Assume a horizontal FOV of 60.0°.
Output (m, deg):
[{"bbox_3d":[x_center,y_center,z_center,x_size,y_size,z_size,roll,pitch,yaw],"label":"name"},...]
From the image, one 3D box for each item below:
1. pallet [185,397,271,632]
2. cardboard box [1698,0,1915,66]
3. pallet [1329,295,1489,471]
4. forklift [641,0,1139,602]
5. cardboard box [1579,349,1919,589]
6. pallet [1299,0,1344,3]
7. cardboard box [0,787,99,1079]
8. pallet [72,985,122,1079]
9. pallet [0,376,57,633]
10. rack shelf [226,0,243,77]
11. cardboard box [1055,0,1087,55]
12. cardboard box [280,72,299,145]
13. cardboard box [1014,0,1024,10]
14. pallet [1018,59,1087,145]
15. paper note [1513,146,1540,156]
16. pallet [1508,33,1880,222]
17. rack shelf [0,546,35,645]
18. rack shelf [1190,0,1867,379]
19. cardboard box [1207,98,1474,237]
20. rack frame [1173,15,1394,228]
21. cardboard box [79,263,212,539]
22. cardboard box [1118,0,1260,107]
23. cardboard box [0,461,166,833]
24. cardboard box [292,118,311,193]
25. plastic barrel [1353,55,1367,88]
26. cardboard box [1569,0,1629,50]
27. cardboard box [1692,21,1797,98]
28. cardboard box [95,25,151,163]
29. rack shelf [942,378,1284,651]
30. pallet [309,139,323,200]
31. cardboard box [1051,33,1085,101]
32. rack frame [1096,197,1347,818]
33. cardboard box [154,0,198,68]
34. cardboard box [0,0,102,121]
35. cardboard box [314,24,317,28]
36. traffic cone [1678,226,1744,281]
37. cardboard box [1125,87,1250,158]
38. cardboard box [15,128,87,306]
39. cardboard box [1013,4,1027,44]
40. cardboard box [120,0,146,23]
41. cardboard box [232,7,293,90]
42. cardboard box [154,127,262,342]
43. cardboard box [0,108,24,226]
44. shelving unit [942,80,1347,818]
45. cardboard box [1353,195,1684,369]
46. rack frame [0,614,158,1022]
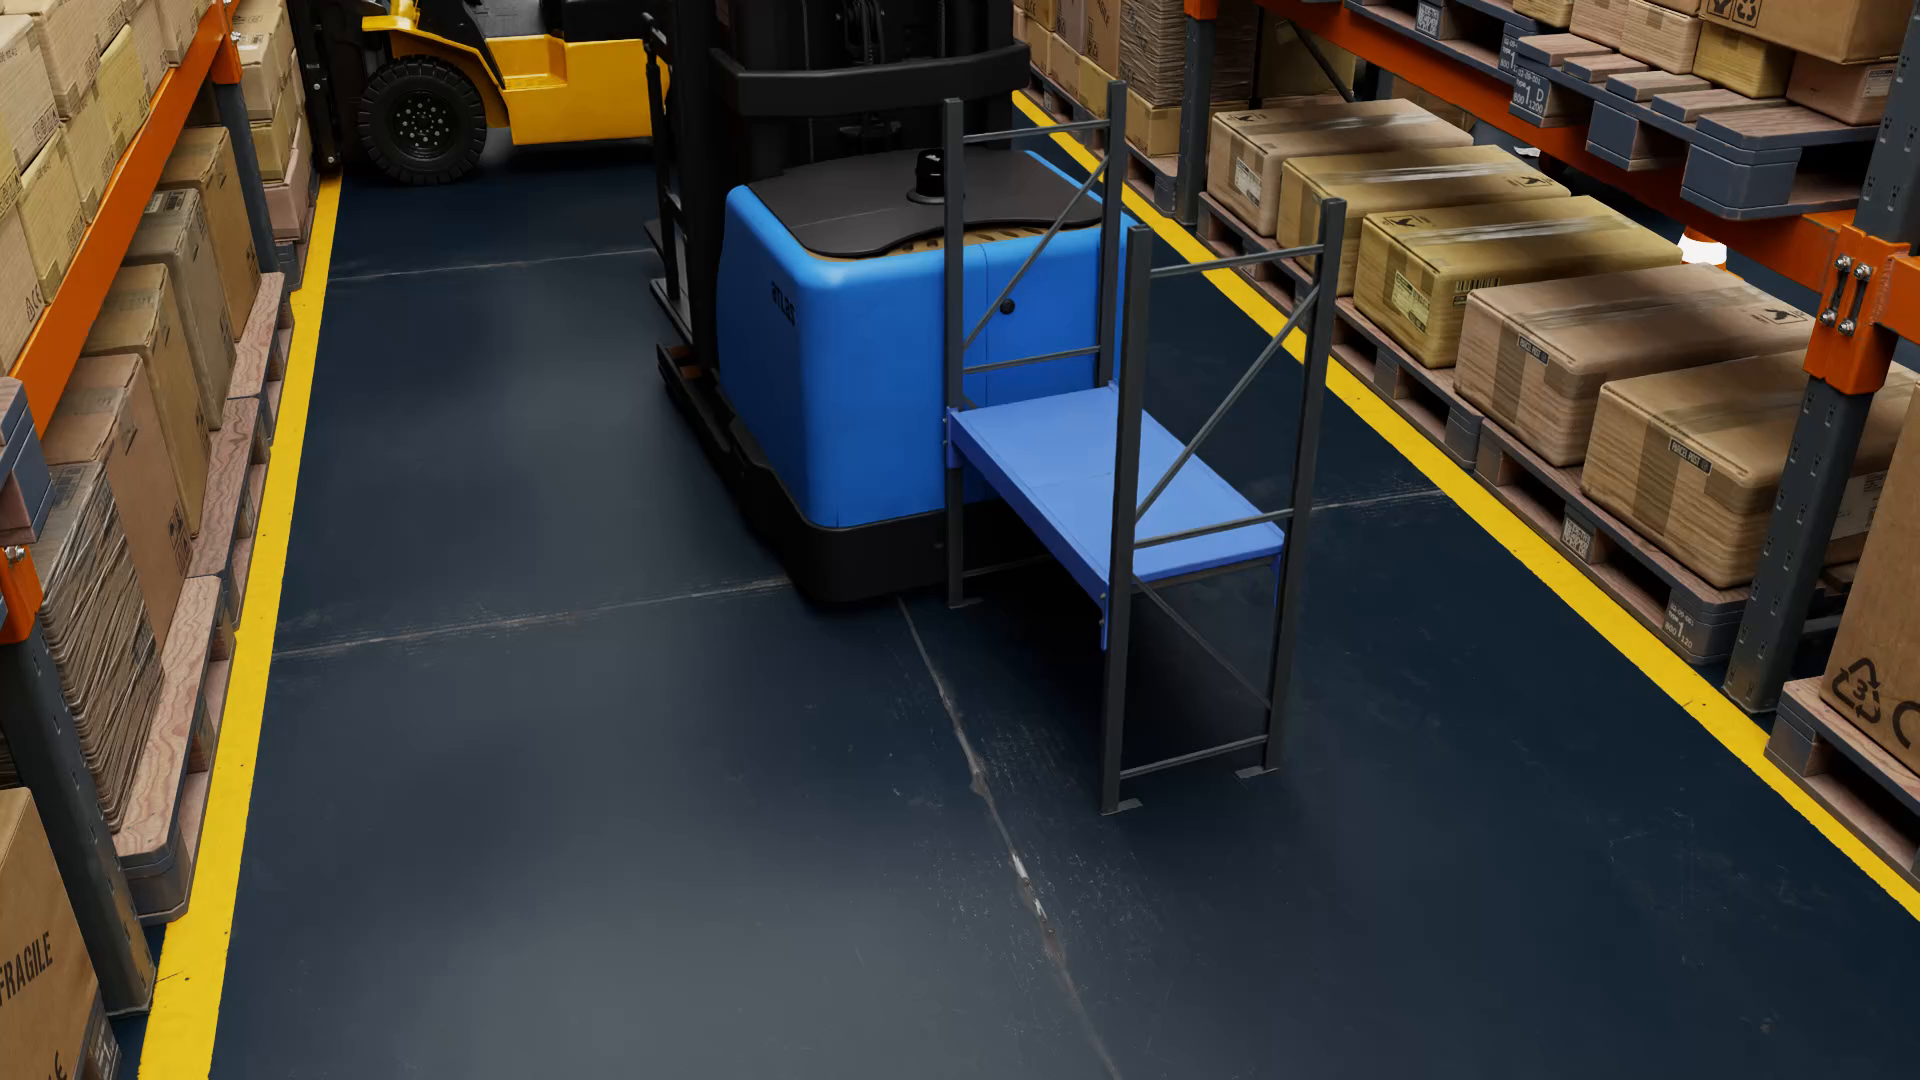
[{"bbox_3d":[-2.714,-0.043,5.114,1.003,0.211,1.213,-8,31,-13],"label":"pallet"},{"bbox_3d":[2.183,-1.457,3.958,0.500,0.500,0.500,-9,31,-15],"label":"cardboard box"},{"bbox_3d":[2.045,-0.680,6.214,1.003,0.211,1.213,-8,31,-13],"label":"pallet"},{"bbox_3d":[-0.485,-1.811,5.453,1.130,2.935,3.031,-11,32,-19],"label":"forklift"},{"bbox_3d":[2.431,-0.240,4.874,0.950,0.372,0.625,-10,32,-17],"label":"cardboard box"},{"bbox_3d":[1.572,-2.381,6.562,1.003,0.211,1.213,-8,31,-13],"label":"pallet"},{"bbox_3d":[-1.894,0.816,2.921,0.500,0.500,0.500,-7,31,-12],"label":"cardboard box"},{"bbox_3d":[-2.052,1.313,2.771,1.003,0.211,1.213,-8,31,-13],"label":"pallet"},{"bbox_3d":[-1.966,0.142,2.202,1.213,0.211,1.003,-8,31,-13],"label":"pallet"},{"bbox_3d":[-3.806,-2.846,7.890,1.077,0.370,4.000,-8,31,-13],"label":"rack shelf"},{"bbox_3d":[0.821,-2.911,8.862,0.500,0.500,0.500,-6,31,-11],"label":"cardboard box"},{"bbox_3d":[-3.241,-1.917,7.394,0.500,0.250,0.500,-8,31,-14],"label":"cardboard box"},{"bbox_3d":[0.545,-3.411,9.727,0.500,0.500,0.500,-9,31,-15],"label":"cardboard box"},{"bbox_3d":[0.970,-2.556,9.455,1.003,0.211,1.213,-8,31,-13],"label":"pallet"},{"bbox_3d":[3.014,-2.051,8.763,0.148,0.019,0.142,-8,31,-13],"label":"paper note"},{"bbox_3d":[2.279,-1.168,4.465,1.213,0.211,1.003,-8,31,-13],"label":"pallet"},{"bbox_3d":[-1.682,1.018,1.215,1.077,0.370,4.000,-8,31,-13],"label":"rack shelf"},{"bbox_3d":[2.040,-1.576,5.696,1.077,0.370,4.000,-8,31,-13],"label":"rack shelf"},{"bbox_3d":[1.651,-1.644,7.301,0.950,0.372,0.625,-7,31,-13],"label":"cardboard box"},{"bbox_3d":[1.510,-2.853,7.185,1.000,3.000,0.127,-8,31,-13],"label":"rack frame"},{"bbox_3d":[-2.726,-0.356,4.822,0.875,0.625,0.625,-9,31,-15],"label":"cardboard box"},{"bbox_3d":[1.094,-2.419,8.013,0.500,0.500,0.500,-8,31,-14],"label":"cardboard box"},{"bbox_3d":[-2.366,0.284,3.717,0.875,0.625,0.625,-7,31,-12],"label":"cardboard box"},{"bbox_3d":[-3.234,-1.704,7.525,0.500,0.250,0.500,-9,31,-14],"label":"cardboard box"},{"bbox_3d":[2.456,-2.874,9.792,0.512,0.421,0.421,13,32,21],"label":"plastic barrel"},{"bbox_3d":[1.947,-1.479,4.643,0.380,0.149,0.250,-9,31,-16],"label":"cardboard box"},{"bbox_3d":[2.117,-1.241,4.231,0.380,0.149,0.250,-7,31,-13],"label":"cardboard box"},{"bbox_3d":[-2.504,-1.183,4.450,0.500,0.250,0.500,-7,31,-12],"label":"cardboard box"},{"bbox_3d":[0.385,-0.102,4.289,0.538,0.185,1.000,-11,32,-19],"label":"rack shelf"},{"bbox_3d":[-3.773,-1.964,8.433,1.003,0.211,1.213,-8,31,-13],"label":"pallet"},{"bbox_3d":[0.812,-2.597,9.067,0.500,0.250,0.500,-7,31,-13],"label":"cardboard box"},{"bbox_3d":[0.574,-0.022,3.790,0.500,1.500,0.032,-11,32,-19],"label":"rack frame"},{"bbox_3d":[-2.750,-1.676,5.300,0.500,0.250,0.500,-8,31,-14],"label":"cardboard box"},{"bbox_3d":[-2.349,-1.155,3.901,0.500,0.250,0.500,-9,31,-15],"label":"cardboard box"},{"bbox_3d":[-3.626,-2.647,8.656,0.500,0.250,0.500,-9,31,-14],"label":"cardboard box"},{"bbox_3d":[3.189,-1.342,7.107,0.336,0.463,0.334,-8,31,-13],"label":"traffic cone"},{"bbox_3d":[1.094,-2.095,8.200,0.500,0.250,0.500,-6,31,-11],"label":"cardboard box"},{"bbox_3d":[-2.224,-0.685,3.588,0.500,0.250,0.500,-9,31,-14],"label":"cardboard box"},{"bbox_3d":[0.524,-3.103,9.942,0.500,0.250,0.500,-7,31,-11],"label":"cardboard box"},{"bbox_3d":[-2.625,-1.644,4.747,0.500,0.250,0.500,-7,31,-12],"label":"cardboard box"},{"bbox_3d":[-3.227,-2.139,7.279,0.500,0.250,0.500,-8,31,-13],"label":"cardboard box"},{"bbox_3d":[-3.126,-1.095,6.098,0.875,0.625,0.625,-6,31,-11],"label":"cardboard box"},{"bbox_3d":[-2.071,-0.661,3.048,0.500,0.250,0.500,-8,31,-13],"label":"cardboard box"},{"bbox_3d":[0.385,-0.258,4.198,0.538,1.500,1.048,-11,32,-19],"label":"shelving unit"},{"bbox_3d":[2.032,-0.962,6.122,0.950,0.372,0.625,-7,31,-12],"label":"cardboard box"},{"bbox_3d":[-2.213,-0.259,2.704,1.000,3.000,0.127,-8,31,-13],"label":"rack frame"}]
